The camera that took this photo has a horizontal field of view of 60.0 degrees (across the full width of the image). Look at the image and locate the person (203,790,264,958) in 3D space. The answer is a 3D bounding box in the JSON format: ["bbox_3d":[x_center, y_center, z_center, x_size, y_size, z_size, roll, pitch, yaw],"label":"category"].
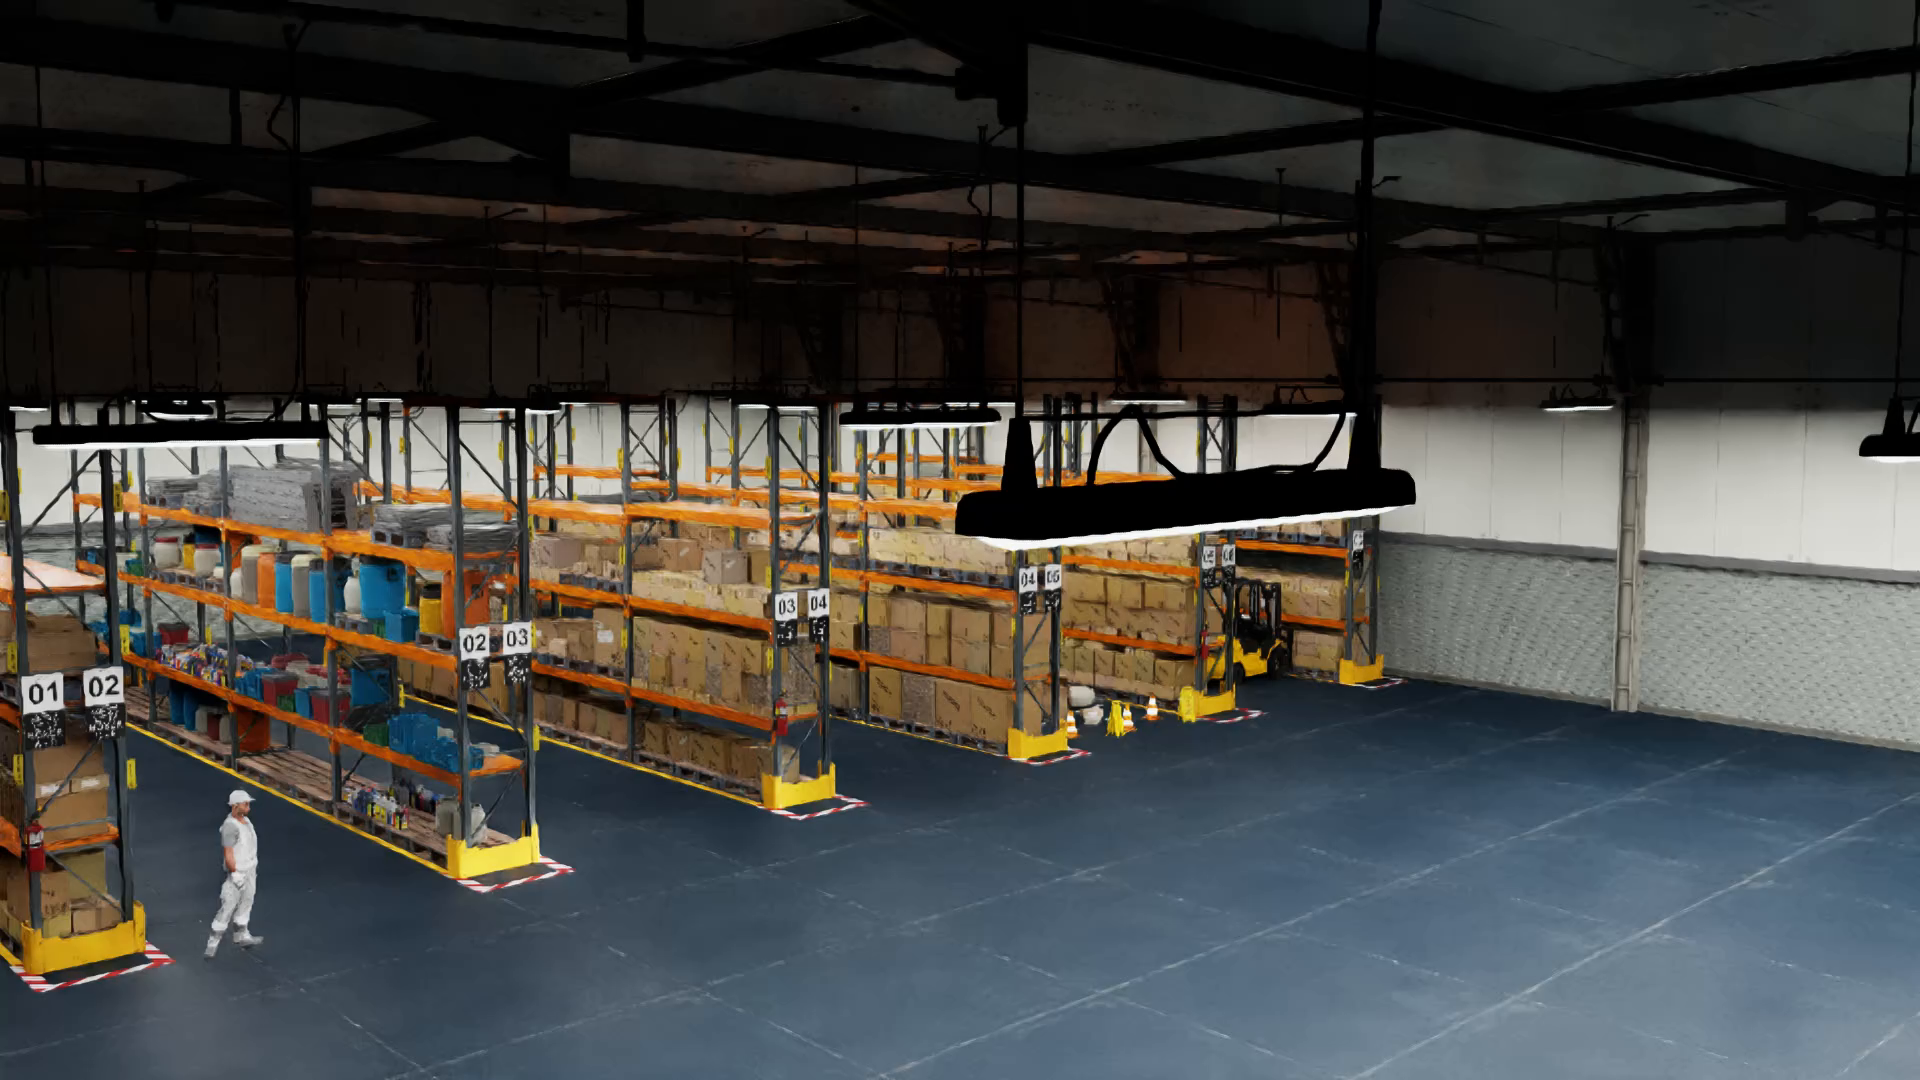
[{"bbox_3d":[-8.053,3.673,18.366,0.494,1.786,0.720,0,6,2],"label":"person"}]

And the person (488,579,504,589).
[{"bbox_3d":[-11.108,1.628,39.574,0.644,1.766,0.521,-2,6,-21],"label":"person"}]
